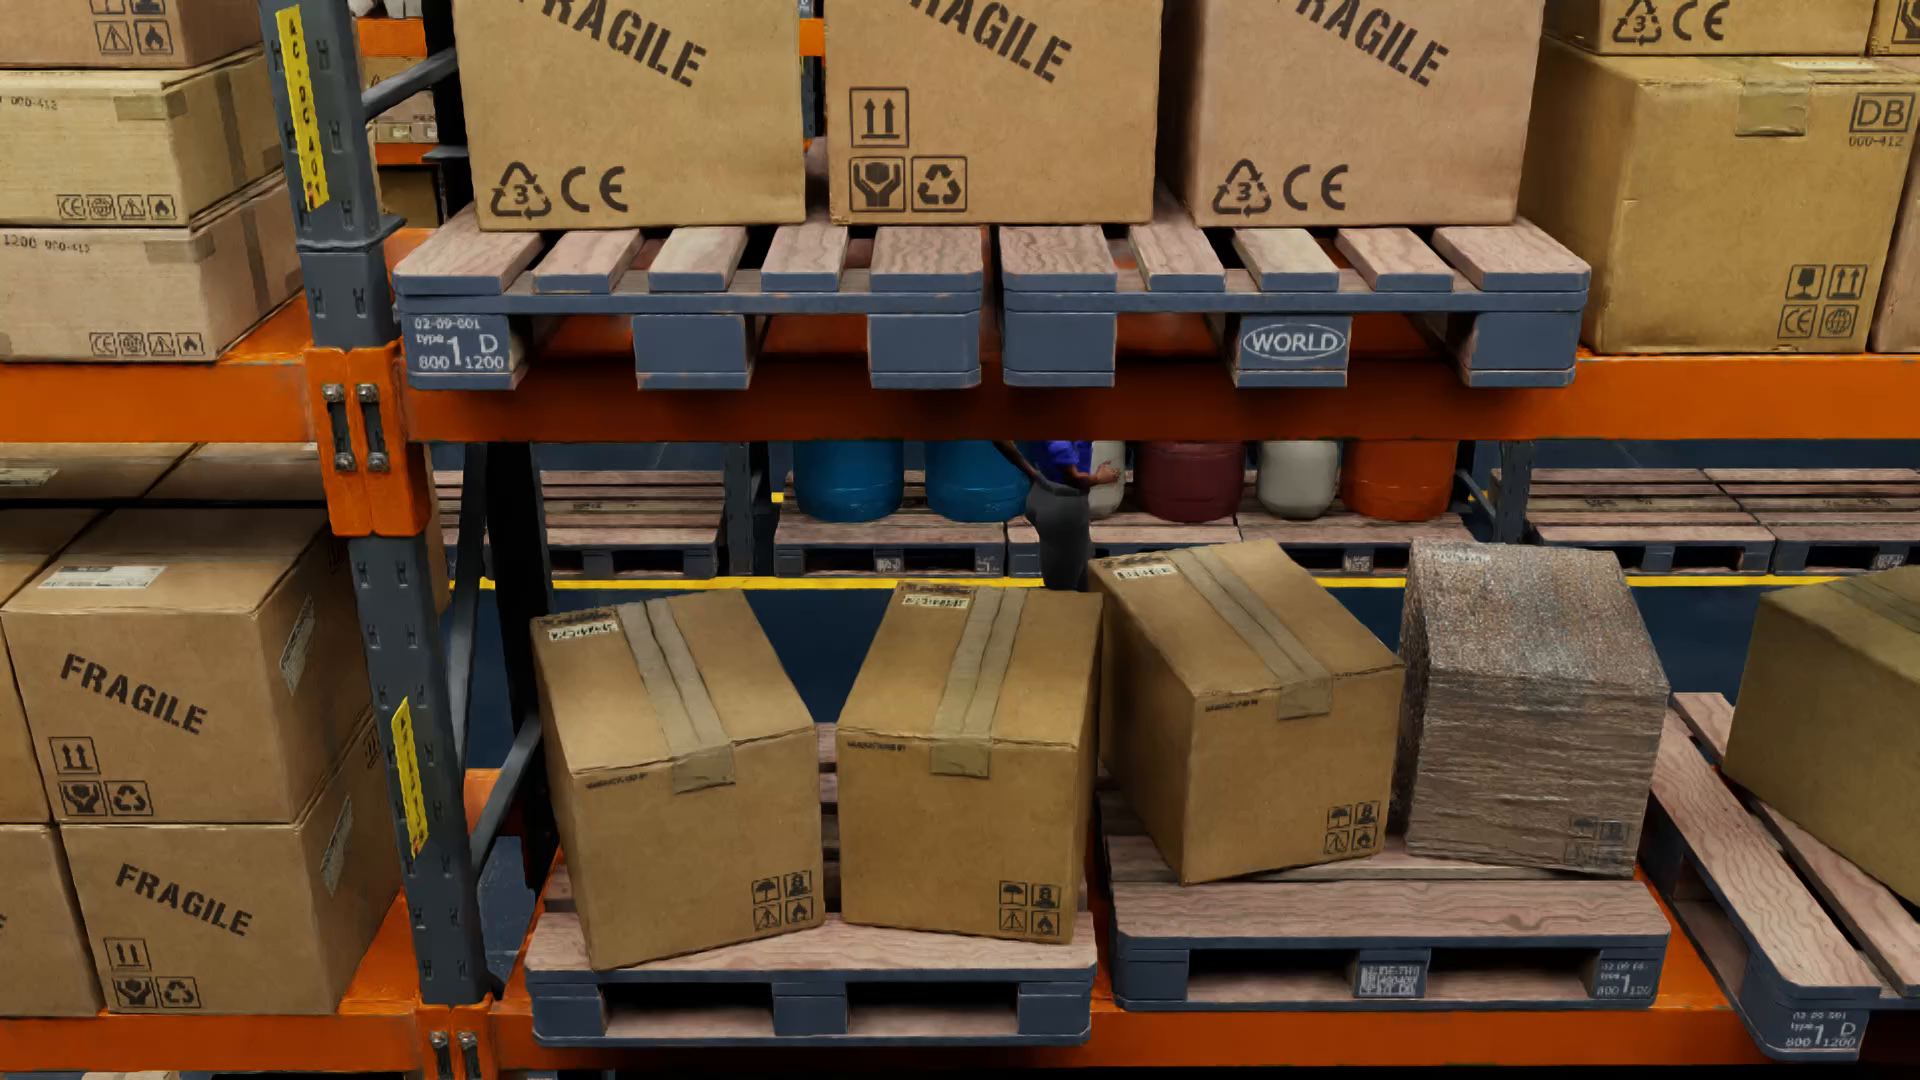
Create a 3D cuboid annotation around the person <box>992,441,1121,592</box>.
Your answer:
[{"bbox_3d":[0.520,-0.129,7.384,0.718,1.650,0.624,-8,25,-17],"label":"person"}]
